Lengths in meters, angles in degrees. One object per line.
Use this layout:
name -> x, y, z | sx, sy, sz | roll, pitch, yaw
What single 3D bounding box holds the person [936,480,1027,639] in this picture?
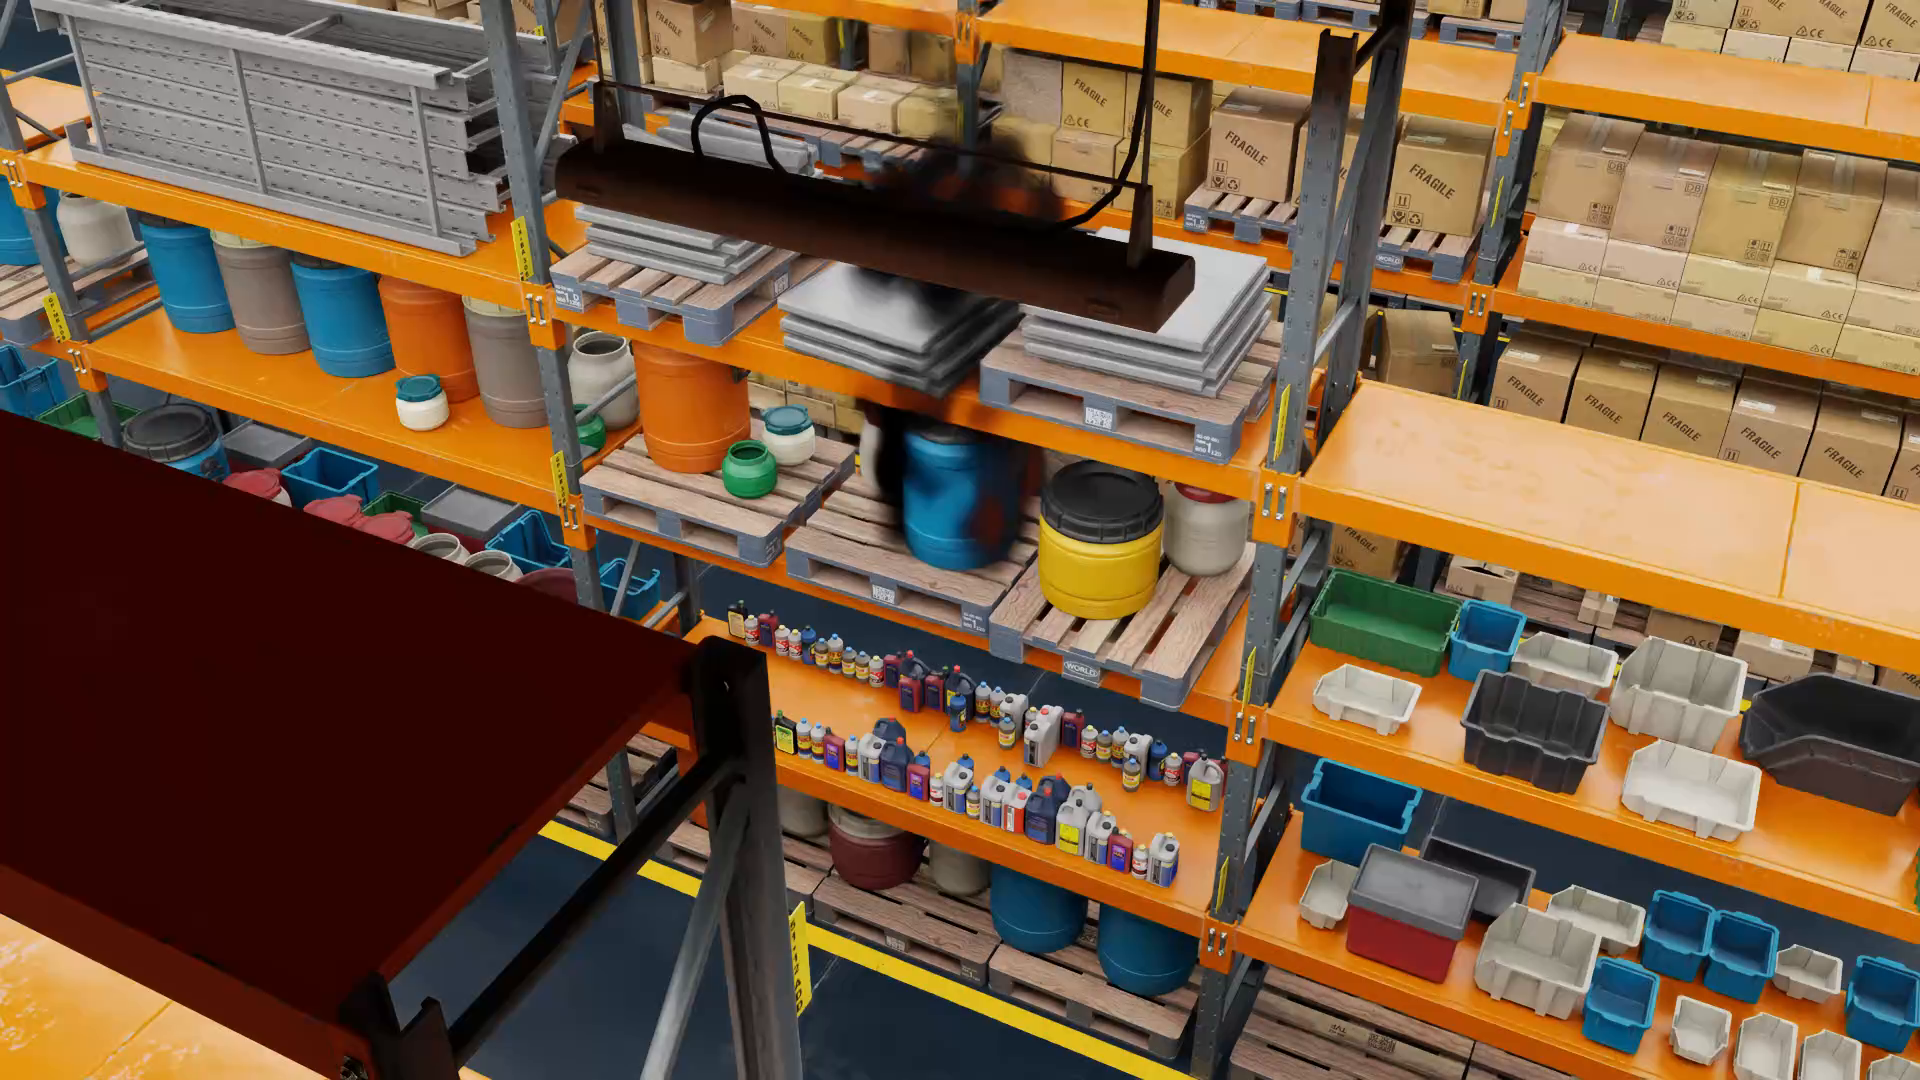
person -> 0.189, 0.085, 12.235 | 0.834, 1.774, 0.681 | 13, 37, 18
